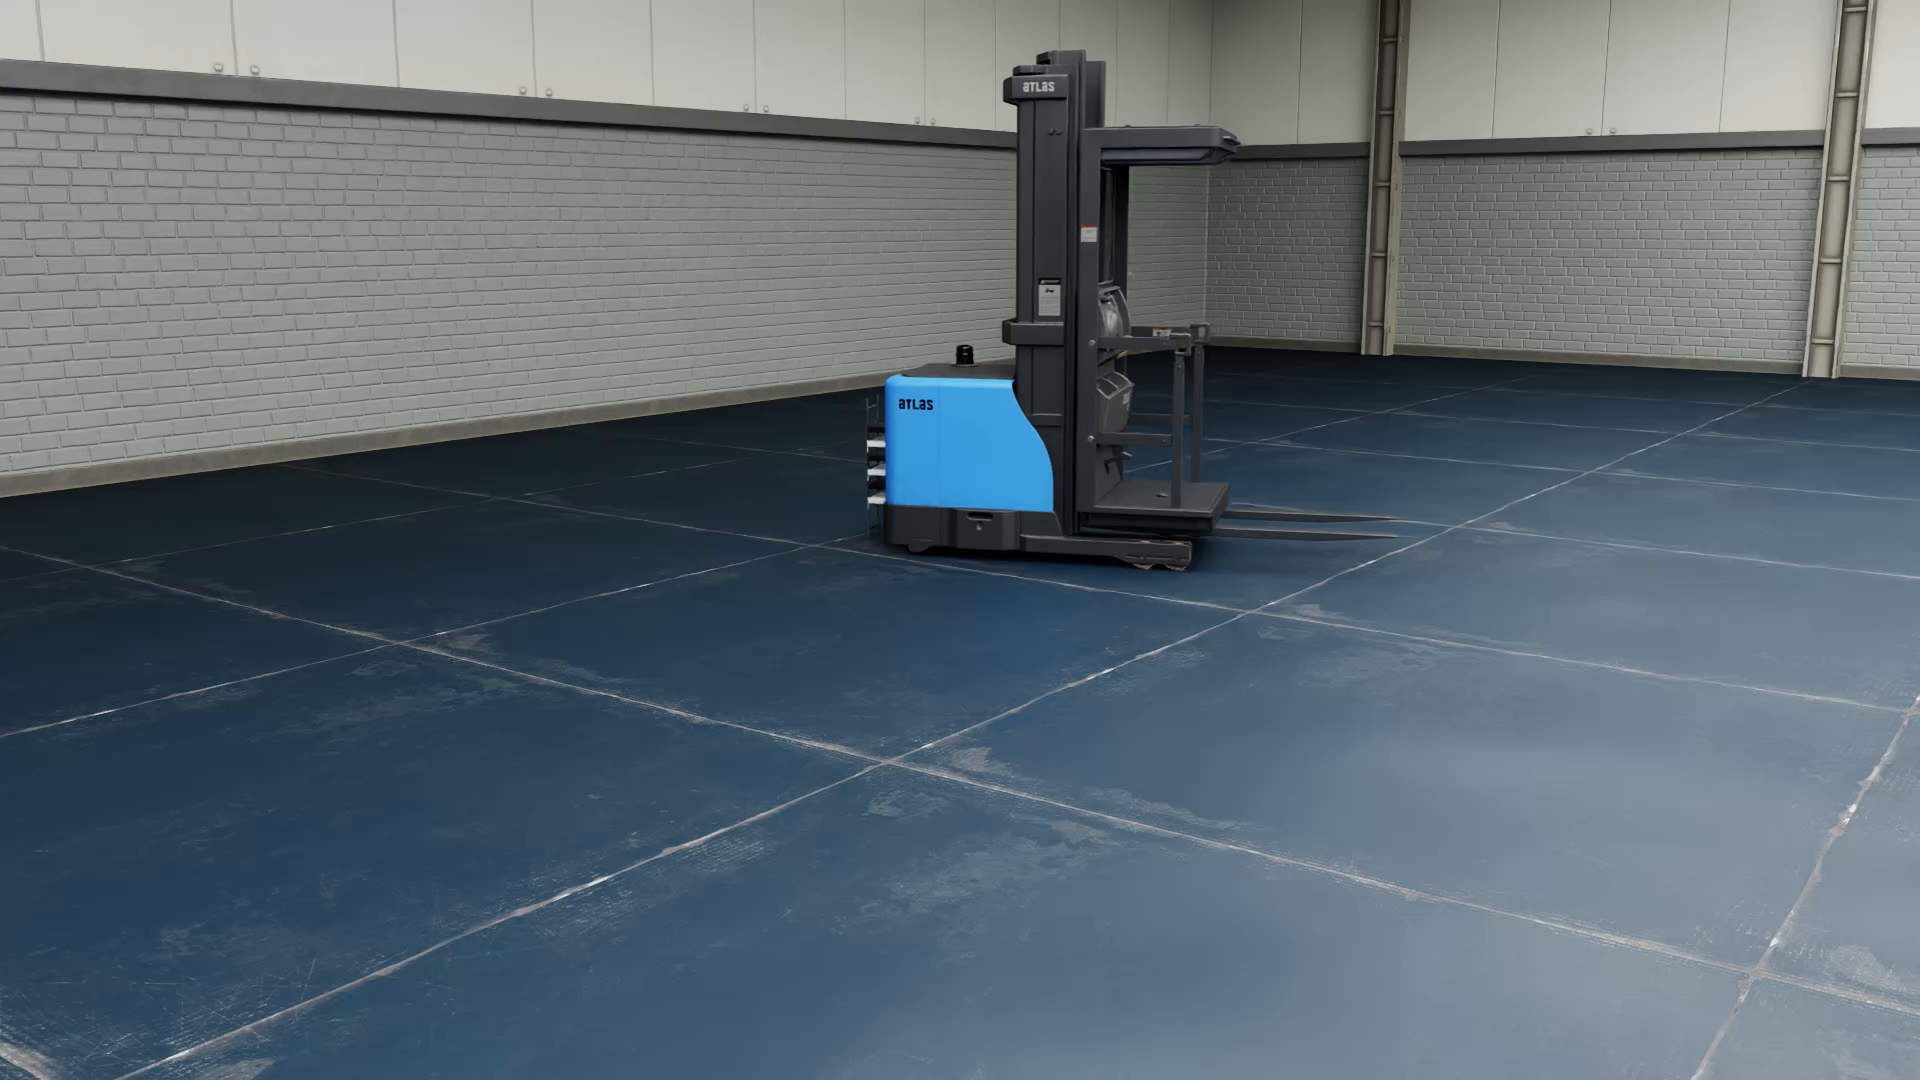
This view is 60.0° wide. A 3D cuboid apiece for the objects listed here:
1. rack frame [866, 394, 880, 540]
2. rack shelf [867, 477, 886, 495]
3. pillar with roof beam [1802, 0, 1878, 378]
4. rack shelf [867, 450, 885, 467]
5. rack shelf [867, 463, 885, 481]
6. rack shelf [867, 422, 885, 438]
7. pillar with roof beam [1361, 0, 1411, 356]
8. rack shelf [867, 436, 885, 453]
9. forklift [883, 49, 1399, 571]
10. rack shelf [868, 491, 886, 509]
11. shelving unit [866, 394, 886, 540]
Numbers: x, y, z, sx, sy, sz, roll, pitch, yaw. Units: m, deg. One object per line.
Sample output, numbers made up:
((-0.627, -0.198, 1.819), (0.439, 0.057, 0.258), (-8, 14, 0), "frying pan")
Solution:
((-0.553, -0.464, 10.559), (0.006, 0.900, 0.240), (3, 11, 14), "rack frame")
((-0.454, -0.338, 10.558), (0.200, 0.077, 0.258), (3, 11, 14), "rack shelf")
((8.533, -5.863, 17.145), (0.400, 9.000, 9.100), (8, 13, 36), "pillar with roof beam")
((-0.454, -0.515, 10.523), (0.200, 0.077, 0.258), (3, 11, 14), "rack shelf")
((-0.454, -0.427, 10.541), (0.200, 0.077, 0.258), (3, 11, 14), "rack shelf")
((-0.454, -0.692, 10.489), (0.200, 0.077, 0.258), (3, 11, 14), "rack shelf")
((3.697, -6.538, 20.631), (0.400, 9.000, 9.100), (8, 13, 36), "pillar with roof beam")
((-0.454, -0.603, 10.506), (0.200, 0.077, 0.258), (3, 11, 14), "rack shelf")
((1.110, -1.372, 9.905), (3.031, 2.935, 1.130), (3, 11, 14), "forklift")
((-0.454, -0.250, 10.575), (0.200, 0.077, 0.258), (3, 11, 14), "rack shelf")
((-0.454, -0.459, 10.534), (0.210, 0.900, 0.258), (3, 11, 14), "shelving unit")
